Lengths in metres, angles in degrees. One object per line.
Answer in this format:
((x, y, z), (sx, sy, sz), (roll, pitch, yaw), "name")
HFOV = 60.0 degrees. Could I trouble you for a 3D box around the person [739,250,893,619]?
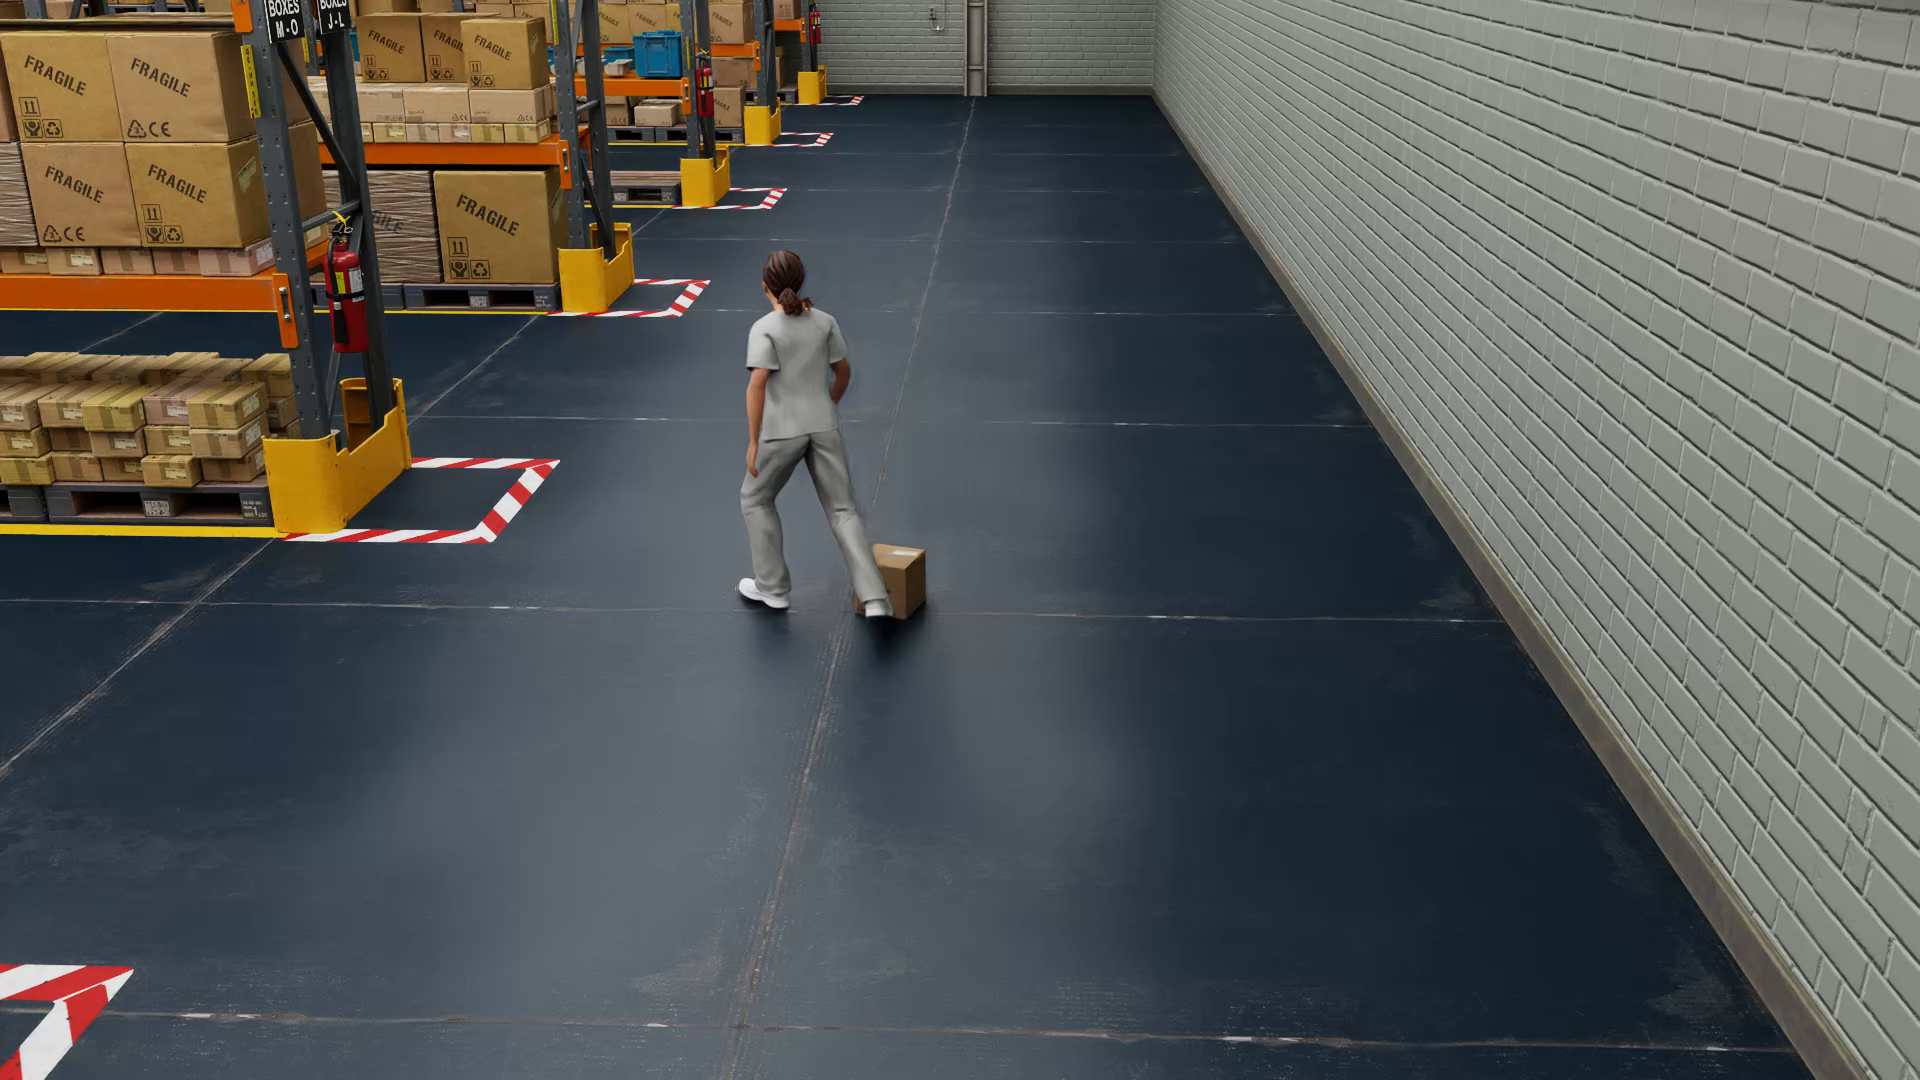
((-0.650, -0.419, 7.219), (0.562, 1.616, 0.825), (-11, 23, -26), "person")
